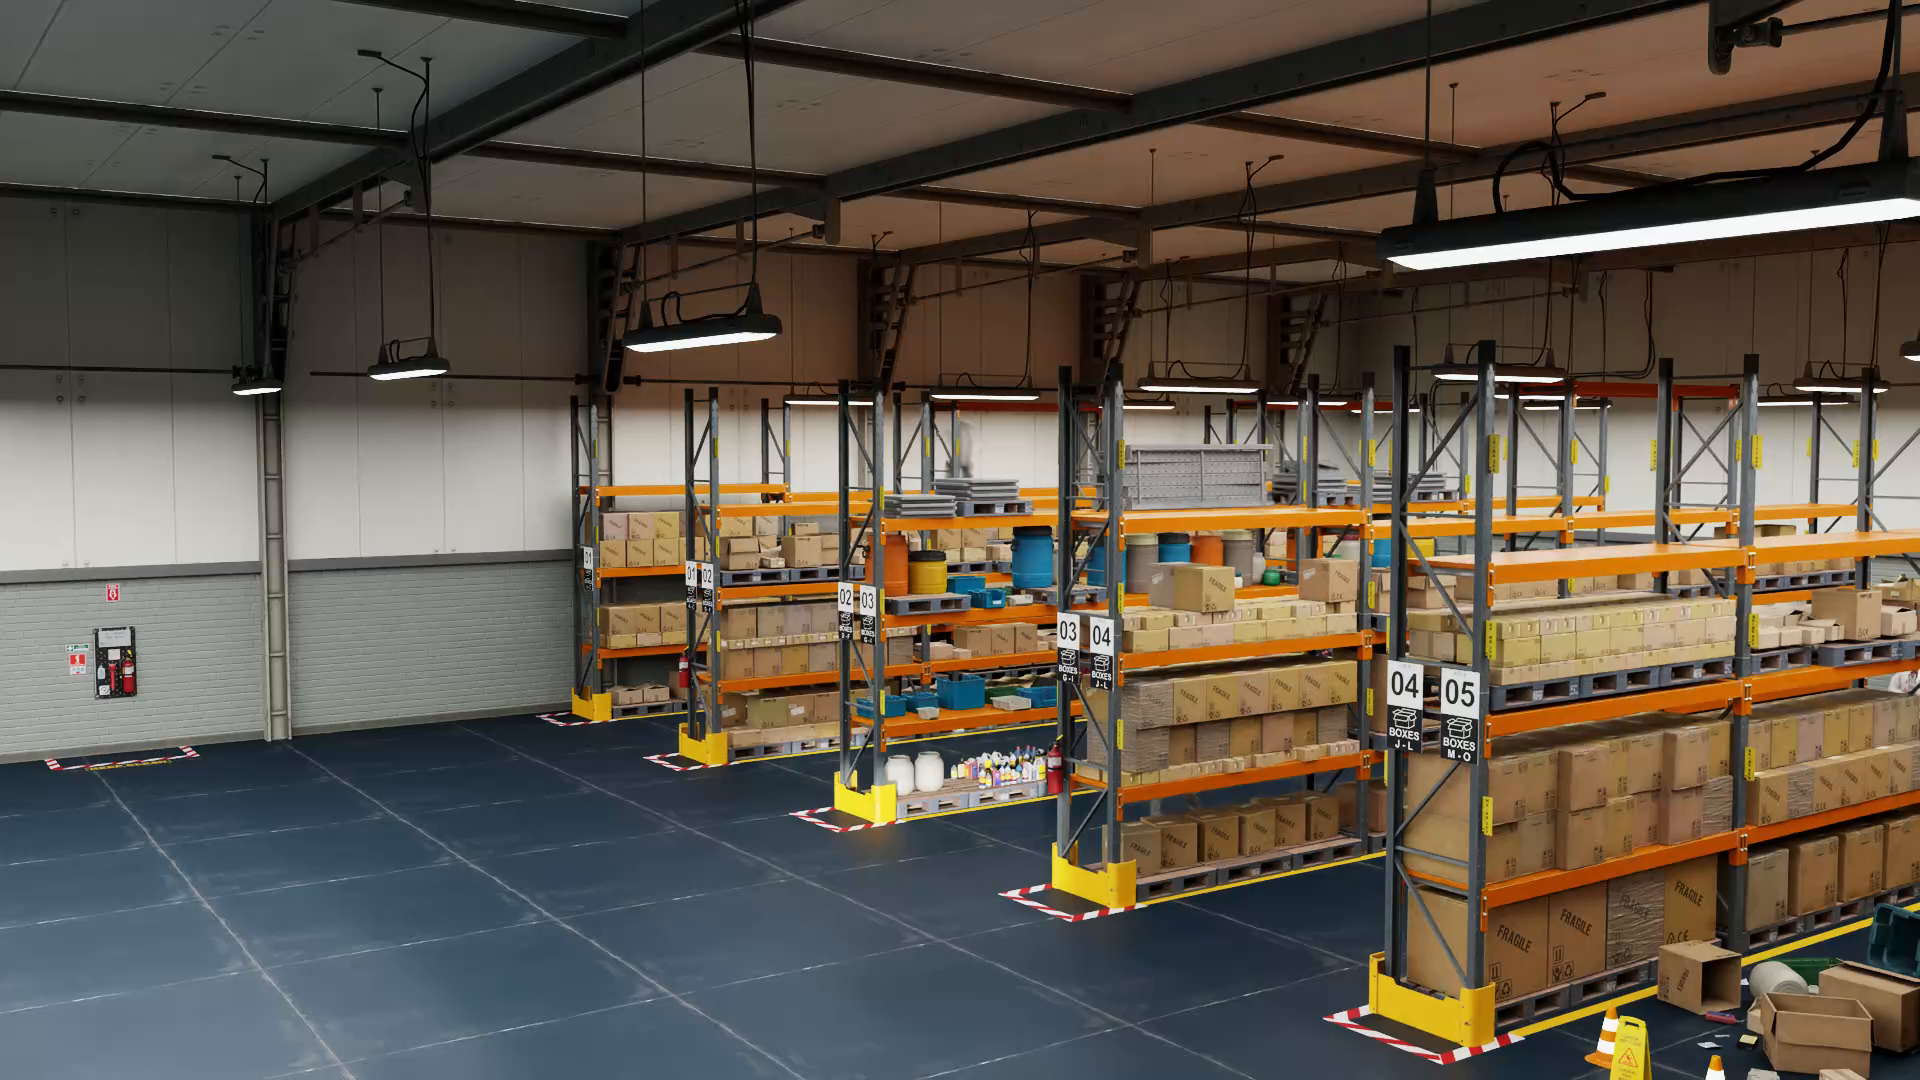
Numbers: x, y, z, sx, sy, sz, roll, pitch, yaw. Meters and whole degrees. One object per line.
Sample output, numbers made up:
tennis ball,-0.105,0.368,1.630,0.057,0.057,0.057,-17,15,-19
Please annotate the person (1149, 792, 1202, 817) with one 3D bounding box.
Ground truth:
person,2.851,2.982,22.032,0.997,1.776,0.695,-3,5,-43

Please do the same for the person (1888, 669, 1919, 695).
person,14.989,2.715,26.102,0.910,1.855,0.683,-3,5,-42
